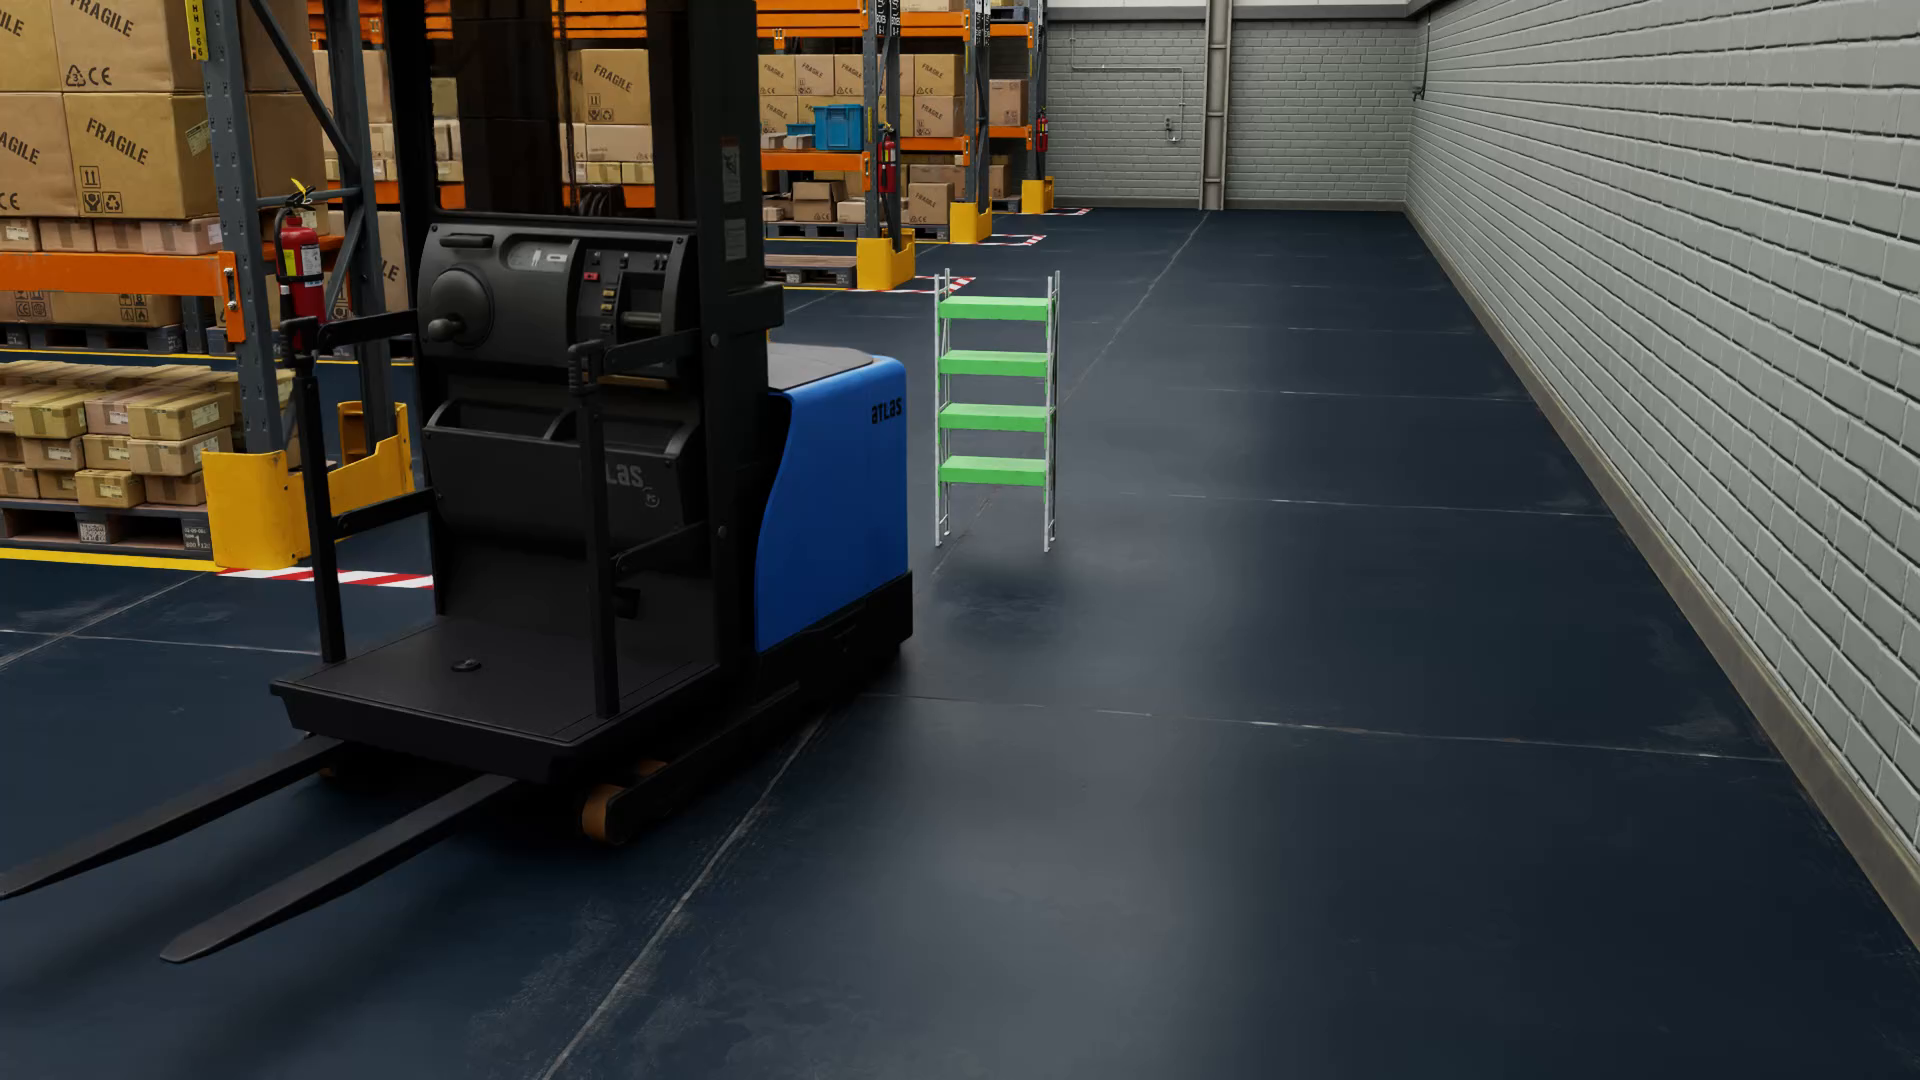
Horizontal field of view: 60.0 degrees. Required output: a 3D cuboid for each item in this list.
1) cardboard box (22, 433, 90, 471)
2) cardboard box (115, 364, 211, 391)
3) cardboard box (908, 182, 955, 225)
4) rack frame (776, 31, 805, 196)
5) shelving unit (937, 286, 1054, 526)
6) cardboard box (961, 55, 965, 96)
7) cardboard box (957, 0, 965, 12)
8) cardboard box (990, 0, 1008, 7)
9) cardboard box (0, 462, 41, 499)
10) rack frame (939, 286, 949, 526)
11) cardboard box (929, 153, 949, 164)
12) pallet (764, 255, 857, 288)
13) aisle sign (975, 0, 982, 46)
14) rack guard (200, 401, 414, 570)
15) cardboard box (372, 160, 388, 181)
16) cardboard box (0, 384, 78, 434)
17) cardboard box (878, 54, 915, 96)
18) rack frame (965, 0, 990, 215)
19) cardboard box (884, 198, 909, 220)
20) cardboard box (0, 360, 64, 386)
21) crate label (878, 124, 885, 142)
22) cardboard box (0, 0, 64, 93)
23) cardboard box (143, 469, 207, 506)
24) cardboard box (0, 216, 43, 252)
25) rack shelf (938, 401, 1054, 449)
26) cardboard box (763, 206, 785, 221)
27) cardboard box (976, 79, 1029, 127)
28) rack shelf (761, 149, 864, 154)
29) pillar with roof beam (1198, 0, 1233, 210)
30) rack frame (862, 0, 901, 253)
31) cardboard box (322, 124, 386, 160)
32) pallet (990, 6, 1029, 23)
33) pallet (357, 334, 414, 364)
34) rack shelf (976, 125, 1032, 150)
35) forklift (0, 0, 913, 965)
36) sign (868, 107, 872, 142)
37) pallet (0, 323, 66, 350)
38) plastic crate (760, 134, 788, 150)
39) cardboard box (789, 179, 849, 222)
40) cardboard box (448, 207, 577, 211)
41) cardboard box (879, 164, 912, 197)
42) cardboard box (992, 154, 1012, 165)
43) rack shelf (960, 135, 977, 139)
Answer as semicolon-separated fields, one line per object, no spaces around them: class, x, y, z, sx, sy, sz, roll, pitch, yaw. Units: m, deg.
cardboard box;-3.928;-0.424;7.401;0.250;0.149;0.380;2;16;9
cardboard box;-3.805;-0.734;7.961;0.250;0.149;0.380;3;16;11
cardboard box;-0.361;-4.327;21.352;0.500;0.500;0.500;3;16;11
rack frame;-2.715;-6.864;26.652;0.127;3.000;1.000;3;16;11
shelving unit;0.159;-0.570;7.301;0.487;1.046;0.258;3;16;11
cardboard box;-0.161;-5.978;21.393;0.500;0.500;0.500;4;16;13
cardboard box;-0.232;-6.822;21.164;0.500;0.250;0.500;3;16;11
cardboard box;0.434;-8.245;25.324;0.500;0.250;0.500;4;16;13
cardboard box;-4.160;-0.307;7.536;0.250;0.149;0.380;3;16;12
rack frame;-0.077;-0.582;7.346;0.006;1.046;0.228;3;16;11
cardboard box;-0.330;-6.072;26.473;0.250;0.149;0.380;3;16;12
pallet;-1.570;-2.770;17.096;1.213;0.211;1.003;3;16;11
aisle sign;0.227;-6.524;20.556;0.004;0.787;0.394;3;16;11
rack guard;-2.918;-0.271;7.534;0.348;0.500;1.175;3;16;11
cardboard box;-4.182;-2.684;12.033;0.250;0.149;0.380;3;16;12
cardboard box;-4.168;-0.588;7.435;0.250;0.149;0.380;2;16;9
cardboard box;-0.765;-5.864;20.981;0.500;0.500;0.500;4;16;13
rack frame;0.221;-5.355;21.205;0.127;3.000;1.000;3;16;11
cardboard box;-0.745;-4.372;21.982;0.500;0.250;0.500;3;16;11
cardboard box;-4.583;-0.769;8.087;0.250;0.149;0.380;3;16;12
crate label;-0.946;-4.107;16.901;0.303;0.233;0.416;3;16;11
cardboard box;-3.839;-2.131;6.950;0.500;0.500;0.500;3;16;9
cardboard box;-3.401;-0.274;7.415;0.250;0.149;0.380;3;16;12
cardboard box;-3.959;-1.334;7.159;0.250;0.149;0.380;4;16;13
rack shelf;0.162;-0.508;7.317;0.480;0.148;0.258;3;16;11
cardboard box;-2.481;-4.292;21.851;0.250;0.166;0.380;3;16;11
cardboard box;0.703;-6.820;25.933;0.700;0.700;0.980;4;16;14
rack shelf;-2.729;-3.948;16.973;3.809;0.052;0.919;3;16;11
pillar with roof beam;3.165;-8.499;21.316;0.400;9.000;9.100;3;16;11
rack frame;-0.770;-4.060;16.528;0.127;3.000;1.000;3;16;11
cardboard box;-4.273;-2.900;12.067;0.500;0.250;0.500;4;16;12
pallet;0.476;-8.091;25.628;1.213;0.211;1.003;3;16;11
pallet;-3.748;-1.508;12.539;1.213;0.211;1.003;3;16;11
rack shelf;-0.755;-6.411;26.364;4.000;0.370;1.077;3;16;11
forklift;-1.270;-0.717;4.591;1.130;2.935;3.031;7;17;25
sign;-0.863;-3.993;15.984;0.005;0.325;0.100;3;16;11
pallet;-7.647;-1.718;13.300;1.213;0.211;1.003;3;16;11
plastic crate;-1.886;-3.977;16.610;0.243;0.136;0.396;3;16;11
cardboard box;-1.856;-4.478;21.892;0.637;0.503;0.797;3;16;11
cardboard box;-3.291;-2.004;12.300;0.875;0.875;0.875;3;16;11
cardboard box;-1.009;-5.740;26.489;0.500;0.500;0.700;3;16;12
cardboard box;0.661;-6.018;26.280;0.250;0.149;0.380;3;16;11
rack shelf;-1.739;-5.243;21.650;3.809;0.052;0.919;3;16;11
